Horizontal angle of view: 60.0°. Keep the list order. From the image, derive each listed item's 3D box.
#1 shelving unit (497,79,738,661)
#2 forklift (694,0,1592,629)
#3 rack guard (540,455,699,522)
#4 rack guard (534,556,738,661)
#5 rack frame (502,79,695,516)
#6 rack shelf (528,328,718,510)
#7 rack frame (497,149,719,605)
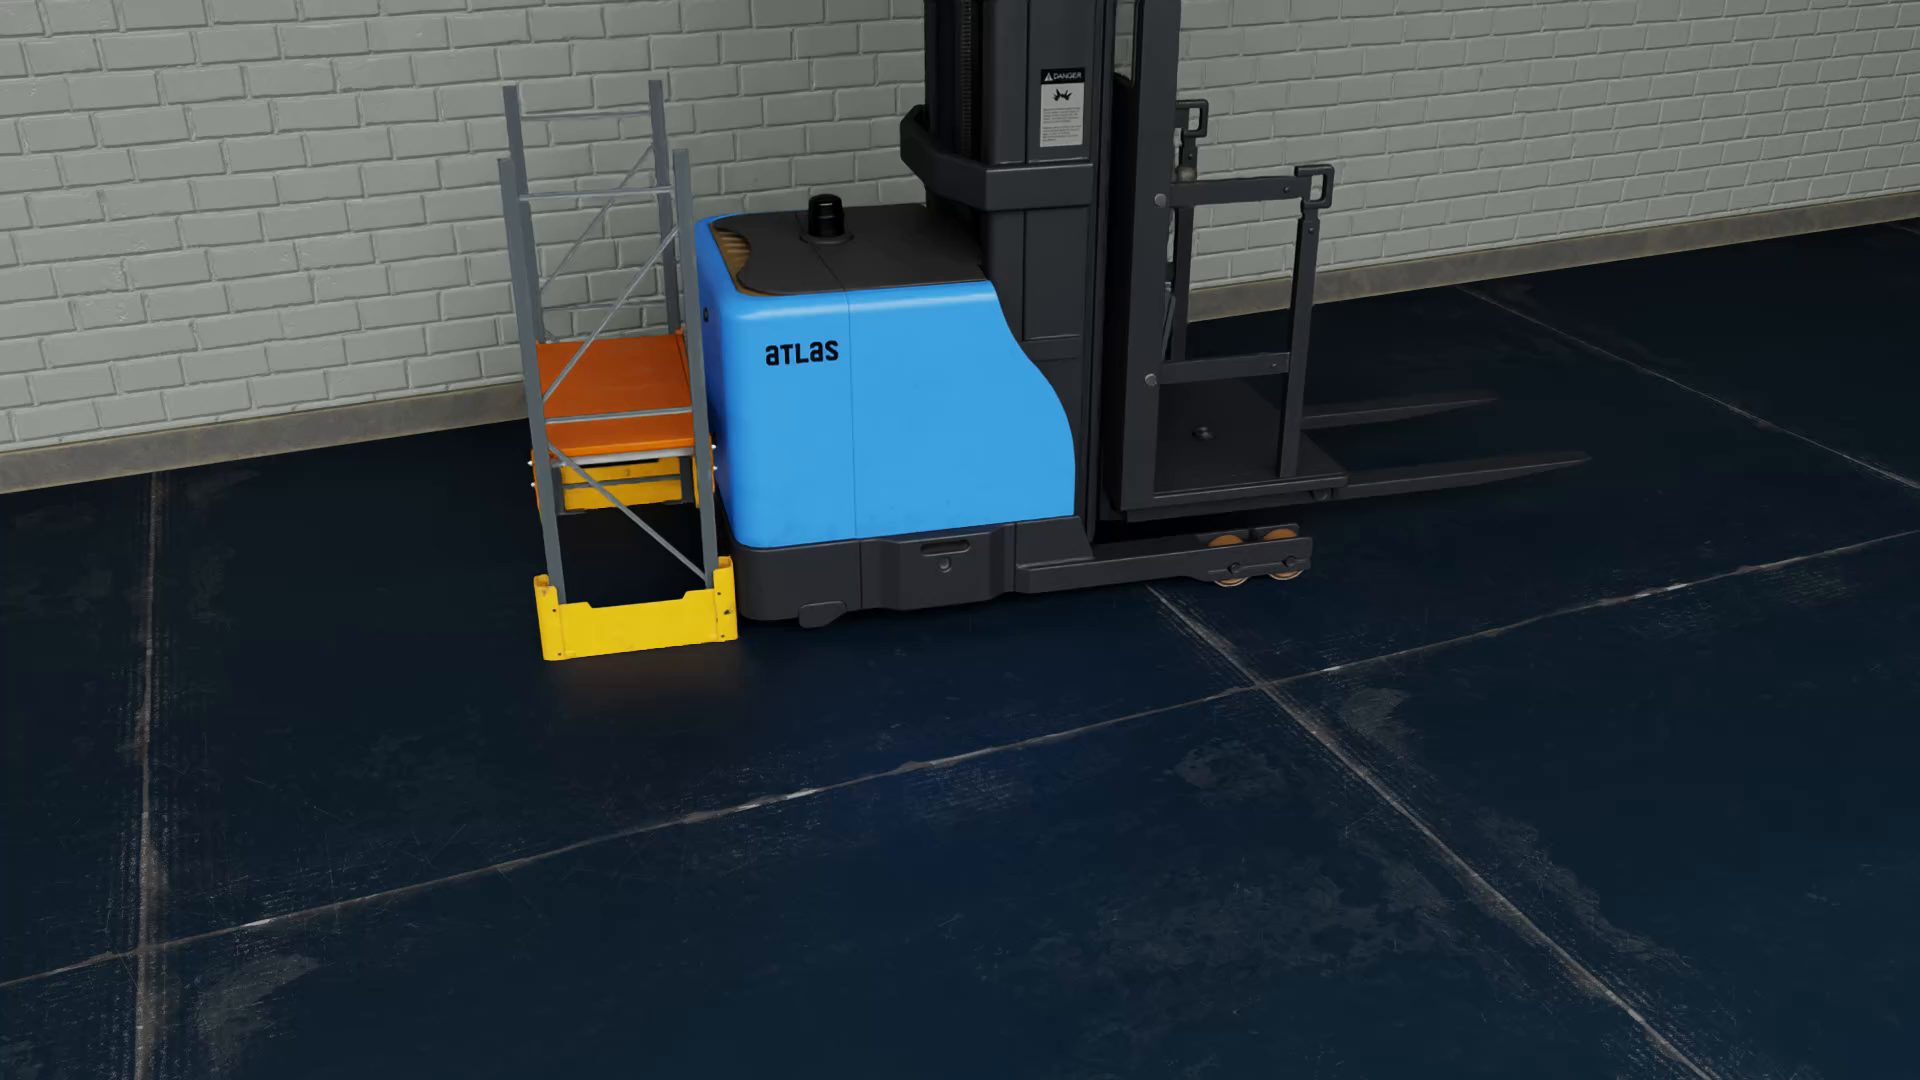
[{"bbox_3d":[-1.090,-0.568,5.203,0.587,1.500,1.083,-6,27,-12],"label":"shelving unit"},{"bbox_3d":[0.669,-1.381,5.238,3.031,2.935,1.130,-6,27,-13],"label":"forklift"},{"bbox_3d":[-1.203,-0.219,5.913,0.587,0.250,0.087,-6,27,-12],"label":"rack guard"},{"bbox_3d":[-0.976,0.207,5.041,0.587,0.250,0.087,-6,27,-12],"label":"rack guard"},{"bbox_3d":[-1.208,-0.789,5.656,0.500,1.500,0.032,-6,27,-12],"label":"rack frame"},{"bbox_3d":[-1.092,-0.410,5.290,0.538,0.185,1.000,-6,27,-12],"label":"rack shelf"},{"bbox_3d":[-0.976,-0.354,4.766,0.500,1.500,0.032,-6,27,-12],"label":"rack frame"}]
